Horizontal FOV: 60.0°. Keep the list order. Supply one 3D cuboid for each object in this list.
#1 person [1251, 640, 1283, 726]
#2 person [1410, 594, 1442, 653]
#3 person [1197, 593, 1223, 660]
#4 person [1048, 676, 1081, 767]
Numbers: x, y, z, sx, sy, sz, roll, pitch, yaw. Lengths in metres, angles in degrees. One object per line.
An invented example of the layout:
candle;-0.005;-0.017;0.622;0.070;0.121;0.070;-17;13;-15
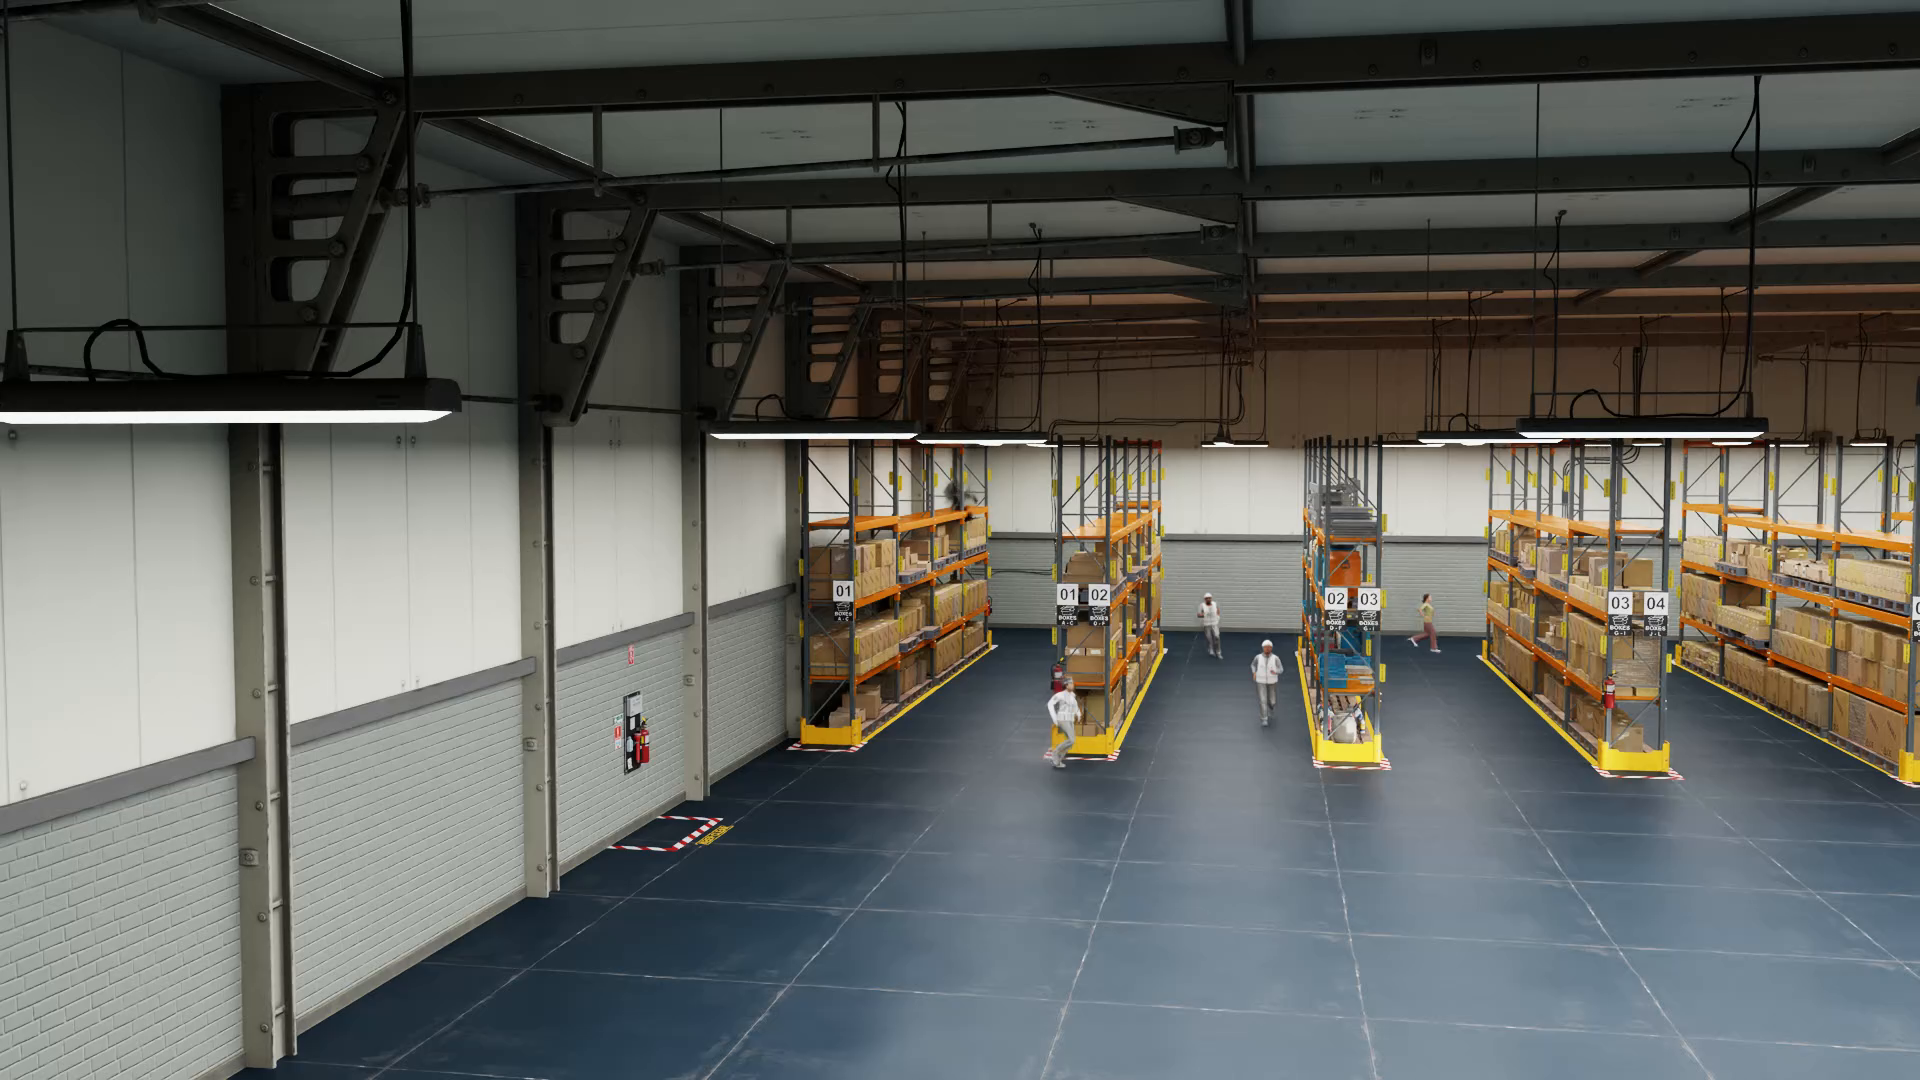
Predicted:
person;6.400;2.966;34.705;0.669;1.748;0.896;1;3;10
person;13.228;2.353;47.201;0.879;1.669;0.579;1;3;21
person;6.861;2.357;45.841;0.690;1.812;0.832;0;3;0
person;1.948;3.275;30.018;0.512;1.631;0.632;2;4;38
